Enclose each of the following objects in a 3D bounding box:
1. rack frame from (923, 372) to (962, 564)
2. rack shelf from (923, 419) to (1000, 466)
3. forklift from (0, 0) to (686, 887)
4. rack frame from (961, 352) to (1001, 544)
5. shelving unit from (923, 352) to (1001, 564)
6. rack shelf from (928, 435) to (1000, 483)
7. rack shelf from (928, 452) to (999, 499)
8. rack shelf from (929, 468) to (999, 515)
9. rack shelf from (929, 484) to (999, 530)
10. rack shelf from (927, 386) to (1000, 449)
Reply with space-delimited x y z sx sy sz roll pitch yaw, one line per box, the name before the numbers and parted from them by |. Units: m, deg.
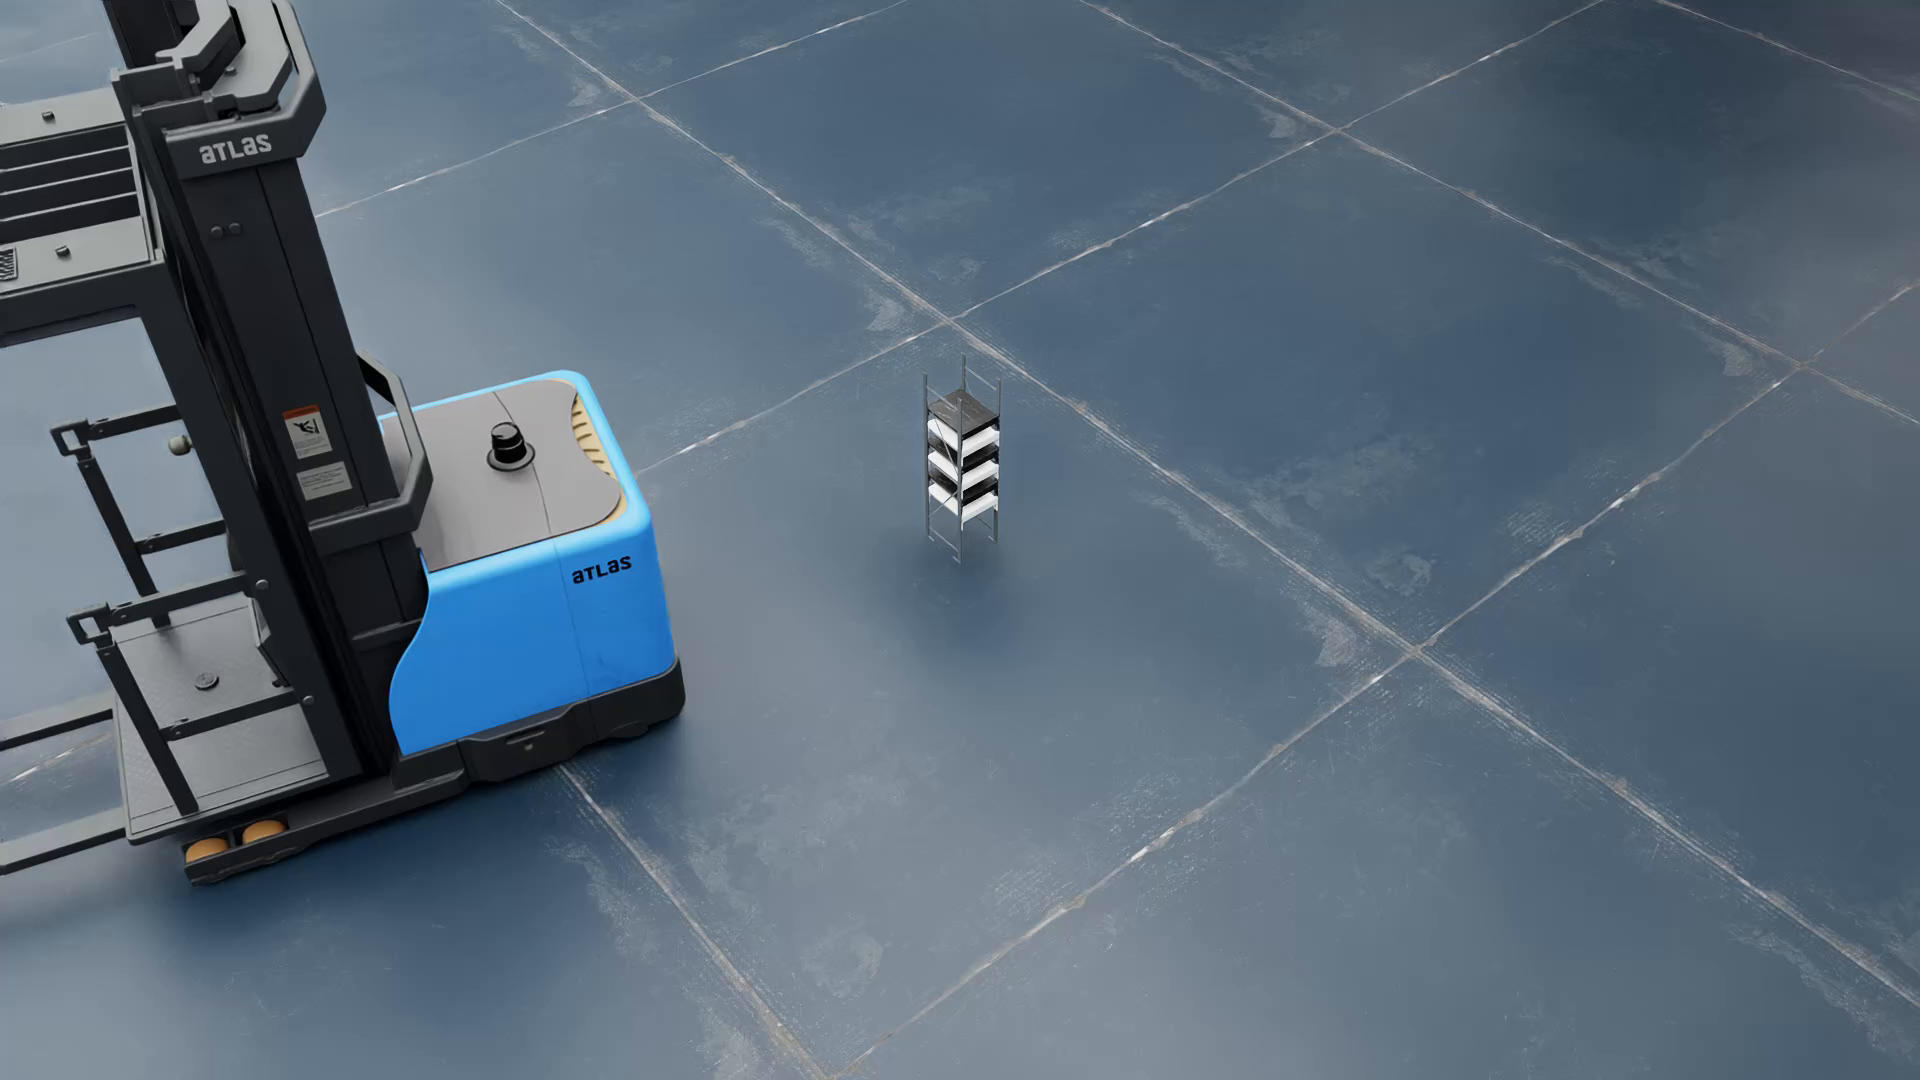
rack frame | -0.072 -0.287 6.952 0.006 0.900 0.240 -30 51 -28
rack shelf | 0.006 -0.438 6.899 0.200 0.077 0.258 -30 51 -28
forklift | -2.639 -0.249 5.428 3.031 2.935 1.130 -17 46 -18
rack frame | 0.084 -0.376 7.047 0.006 0.900 0.240 -30 51 -28
shelving unit | 0.006 -0.332 6.999 0.210 0.900 0.258 -30 51 -28
rack shelf | 0.006 -0.373 6.961 0.200 0.077 0.258 -30 51 -28
rack shelf | 0.006 -0.307 7.022 0.200 0.077 0.258 -30 51 -28
rack shelf | 0.006 -0.242 7.084 0.200 0.077 0.258 -30 51 -28
rack shelf | 0.006 -0.176 7.145 0.200 0.077 0.258 -30 51 -28
rack shelf | 0.006 -0.504 6.837 0.200 0.077 0.258 -30 51 -28
